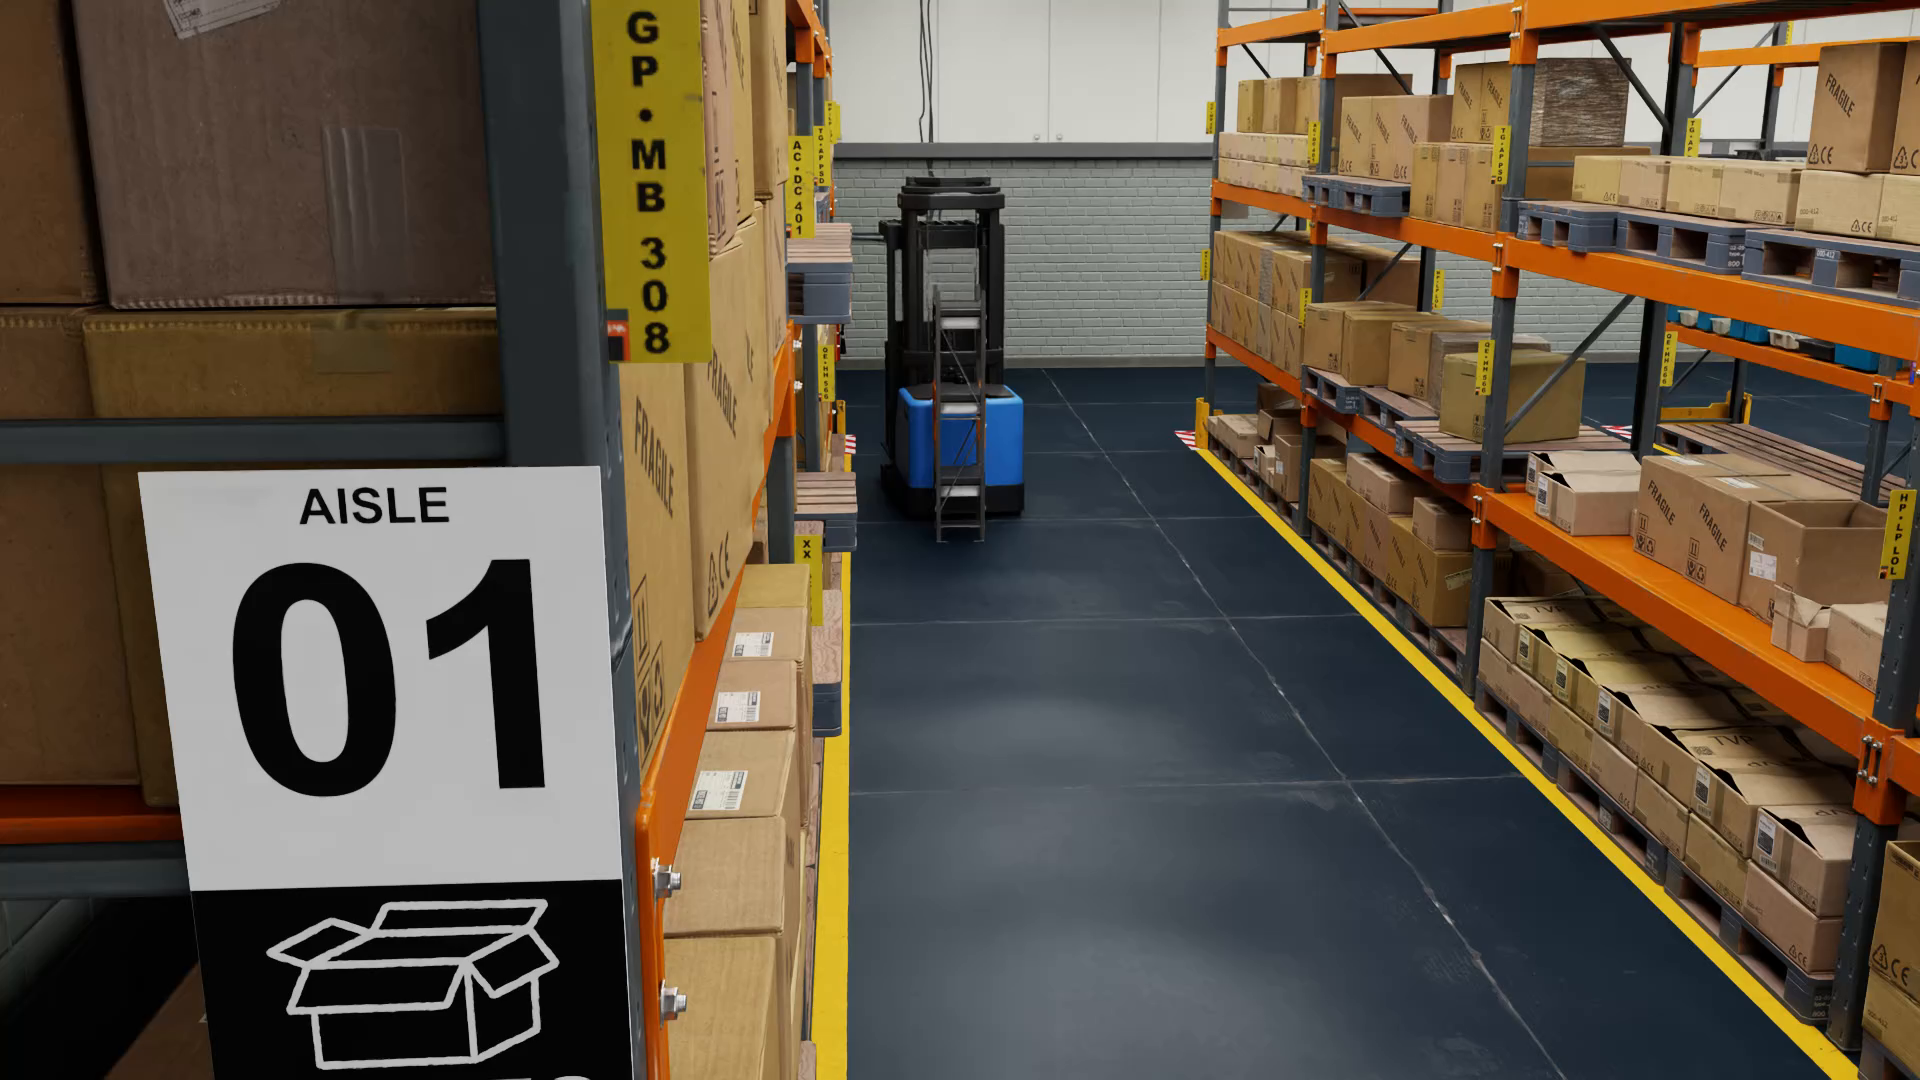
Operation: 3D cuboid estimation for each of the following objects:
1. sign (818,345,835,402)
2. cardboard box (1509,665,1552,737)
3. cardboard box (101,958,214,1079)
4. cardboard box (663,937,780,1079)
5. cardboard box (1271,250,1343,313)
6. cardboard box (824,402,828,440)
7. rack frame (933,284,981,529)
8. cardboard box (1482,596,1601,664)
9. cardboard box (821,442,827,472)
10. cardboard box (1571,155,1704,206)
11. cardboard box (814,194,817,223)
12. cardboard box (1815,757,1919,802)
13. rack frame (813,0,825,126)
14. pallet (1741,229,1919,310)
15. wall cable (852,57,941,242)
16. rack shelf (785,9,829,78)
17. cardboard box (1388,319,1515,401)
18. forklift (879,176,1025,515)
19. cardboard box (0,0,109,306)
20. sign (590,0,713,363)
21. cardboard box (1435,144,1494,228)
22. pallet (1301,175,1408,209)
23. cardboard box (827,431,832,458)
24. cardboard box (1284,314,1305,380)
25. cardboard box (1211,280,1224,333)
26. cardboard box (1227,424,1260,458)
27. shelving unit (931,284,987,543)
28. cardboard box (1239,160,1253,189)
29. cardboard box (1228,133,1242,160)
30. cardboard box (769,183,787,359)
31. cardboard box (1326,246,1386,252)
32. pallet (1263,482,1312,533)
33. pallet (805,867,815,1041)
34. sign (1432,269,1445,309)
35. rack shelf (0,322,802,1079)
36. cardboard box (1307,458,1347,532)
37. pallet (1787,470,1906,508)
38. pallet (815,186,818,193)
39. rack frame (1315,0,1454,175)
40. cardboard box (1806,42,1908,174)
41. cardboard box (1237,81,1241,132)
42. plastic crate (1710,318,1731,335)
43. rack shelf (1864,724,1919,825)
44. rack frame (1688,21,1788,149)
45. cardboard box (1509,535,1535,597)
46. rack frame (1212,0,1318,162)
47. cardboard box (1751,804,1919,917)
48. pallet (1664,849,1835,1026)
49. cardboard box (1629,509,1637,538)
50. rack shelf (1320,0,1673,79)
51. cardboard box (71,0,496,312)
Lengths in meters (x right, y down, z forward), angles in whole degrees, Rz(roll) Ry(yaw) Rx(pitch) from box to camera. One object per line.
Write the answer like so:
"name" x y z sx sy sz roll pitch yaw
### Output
"sign" -0.772 -0.957 9.562 0.100 0.325 0.005 -1 14 -3
"cardboard box" 3.403 0.887 9.236 0.500 0.250 0.500 -1 14 -5
"cardboard box" -1.080 1.026 2.775 0.500 0.500 0.500 -1 14 -3
"cardboard box" -0.567 1.019 2.803 0.500 0.500 0.500 -1 14 -3
"cardboard box" 3.059 -2.278 14.653 0.500 0.500 0.500 -1 14 -5
"cardboard box" -1.110 -0.881 10.594 0.500 0.500 0.500 0 14 -2
"rack frame" -0.025 -1.119 14.161 0.400 2.100 0.015 -1 14 -3
"cardboard box" 3.371 0.490 9.652 0.500 0.311 0.500 0 14 -2
"cardboard box" -1.041 -0.528 10.522 0.380 0.149 0.250 0 14 -2
"cardboard box" 3.716 -1.973 9.113 0.500 0.250 0.500 -2 15 -8
"cardboard box" -0.999 -1.668 8.610 0.500 0.311 0.500 -1 14 -3
"cardboard box" 4.076 1.119 7.208 0.500 0.311 0.500 -1 14 -4
"rack frame" -1.560 -4.324 12.774 1.000 3.000 0.127 -1 14 -3
"pallet" 3.812 -1.086 6.591 0.805 0.209 1.217 -1 15 -6
"wall cable" -1.802 -5.227 22.515 3.097 2.526 0.112 -1 14 -3
"rack shelf" -1.437 -3.285 10.980 1.077 0.370 4.000 -1 14 -3
"cardboard box" 3.555 -1.310 12.053 0.700 0.500 0.500 -5 15 -18
"forklift" -0.171 -1.959 15.759 1.130 2.935 3.031 -2 15 -9
"cardboard box" -1.105 -0.533 1.810 0.500 0.500 0.500 0 14 -1
"sign" -0.275 -0.319 1.472 0.100 0.325 0.005 -1 14 -3
"cardboard box" 3.539 -2.237 10.482 0.910 0.500 0.500 -1 14 -3
"pallet" 3.354 -2.695 12.837 1.213 0.211 1.003 -1 14 -3
"cardboard box" -1.390 -0.422 13.116 0.750 0.750 0.750 -1 14 -3
"cardboard box" 3.096 -1.665 14.277 0.500 0.500 0.500 -1 14 -3
"cardboard box" 2.900 -2.425 17.231 0.500 0.500 0.500 -1 14 -2
"cardboard box" 2.948 -0.984 16.467 0.500 0.250 0.500 -1 14 -3
"shelving unit" -0.010 -1.058 13.925 0.431 2.100 0.503 -1 14 -3
"cardboard box" 2.964 -3.491 15.854 0.500 0.250 0.500 -1 14 -3
"cardboard box" 2.932 -3.857 16.275 0.500 0.250 0.500 -1 14 -3
"cardboard box" -0.787 -0.818 4.924 0.500 0.500 0.500 0 14 -2
"cardboard box" 3.571 -2.407 15.153 0.500 0.500 0.500 -1 14 -5
"pallet" 3.342 -0.317 14.833 1.003 0.211 1.213 -1 14 -3
"pallet" -1.115 1.728 6.888 1.003 0.211 1.213 -1 14 -3
"sign" 3.937 -2.066 13.715 0.100 0.325 0.005 -1 14 -3
"rack shelf" -0.941 -0.036 3.571 1.077 0.370 4.000 -1 14 -3
"cardboard box" 3.170 -0.375 13.596 0.500 0.500 0.500 -2 15 -6
"pallet" 8.243 -0.404 15.172 1.003 0.211 1.213 -1 14 -3
"pallet" -1.478 -2.223 11.005 1.003 0.211 1.213 0 14 -1
"rack frame" 3.383 -4.402 13.074 1.000 3.000 0.127 -1 14 -3
"cardboard box" 3.822 -1.749 6.736 0.500 0.500 0.500 1 14 2
"cardboard box" 3.184 -4.349 16.682 0.700 0.500 0.500 -1 14 -3
"plastic crate" 7.746 -2.152 16.778 0.250 0.136 0.298 -1 14 -3
"rack shelf" 4.003 1.339 4.246 1.077 0.370 4.000 -1 14 -3
"rack frame" 8.080 -5.472 17.234 1.000 3.000 0.127 -1 14 -3
"cardboard box" 3.850 0.248 11.175 0.500 0.500 0.500 -1 14 -5
"rack frame" 3.136 -5.396 16.941 1.000 3.000 0.127 -1 14 -3
"cardboard box" 3.568 1.254 6.684 0.500 0.311 0.500 -1 14 -3
"pallet" 3.795 1.661 7.147 1.003 0.211 1.213 -1 14 -3
"cardboard box" 3.767 -0.064 8.758 0.380 0.149 0.250 0 14 1
"rack shelf" 3.507 -3.362 11.281 1.077 0.370 4.000 -1 14 -3
"cardboard box" -0.599 -0.529 1.796 0.500 0.500 0.500 -2 15 -7
